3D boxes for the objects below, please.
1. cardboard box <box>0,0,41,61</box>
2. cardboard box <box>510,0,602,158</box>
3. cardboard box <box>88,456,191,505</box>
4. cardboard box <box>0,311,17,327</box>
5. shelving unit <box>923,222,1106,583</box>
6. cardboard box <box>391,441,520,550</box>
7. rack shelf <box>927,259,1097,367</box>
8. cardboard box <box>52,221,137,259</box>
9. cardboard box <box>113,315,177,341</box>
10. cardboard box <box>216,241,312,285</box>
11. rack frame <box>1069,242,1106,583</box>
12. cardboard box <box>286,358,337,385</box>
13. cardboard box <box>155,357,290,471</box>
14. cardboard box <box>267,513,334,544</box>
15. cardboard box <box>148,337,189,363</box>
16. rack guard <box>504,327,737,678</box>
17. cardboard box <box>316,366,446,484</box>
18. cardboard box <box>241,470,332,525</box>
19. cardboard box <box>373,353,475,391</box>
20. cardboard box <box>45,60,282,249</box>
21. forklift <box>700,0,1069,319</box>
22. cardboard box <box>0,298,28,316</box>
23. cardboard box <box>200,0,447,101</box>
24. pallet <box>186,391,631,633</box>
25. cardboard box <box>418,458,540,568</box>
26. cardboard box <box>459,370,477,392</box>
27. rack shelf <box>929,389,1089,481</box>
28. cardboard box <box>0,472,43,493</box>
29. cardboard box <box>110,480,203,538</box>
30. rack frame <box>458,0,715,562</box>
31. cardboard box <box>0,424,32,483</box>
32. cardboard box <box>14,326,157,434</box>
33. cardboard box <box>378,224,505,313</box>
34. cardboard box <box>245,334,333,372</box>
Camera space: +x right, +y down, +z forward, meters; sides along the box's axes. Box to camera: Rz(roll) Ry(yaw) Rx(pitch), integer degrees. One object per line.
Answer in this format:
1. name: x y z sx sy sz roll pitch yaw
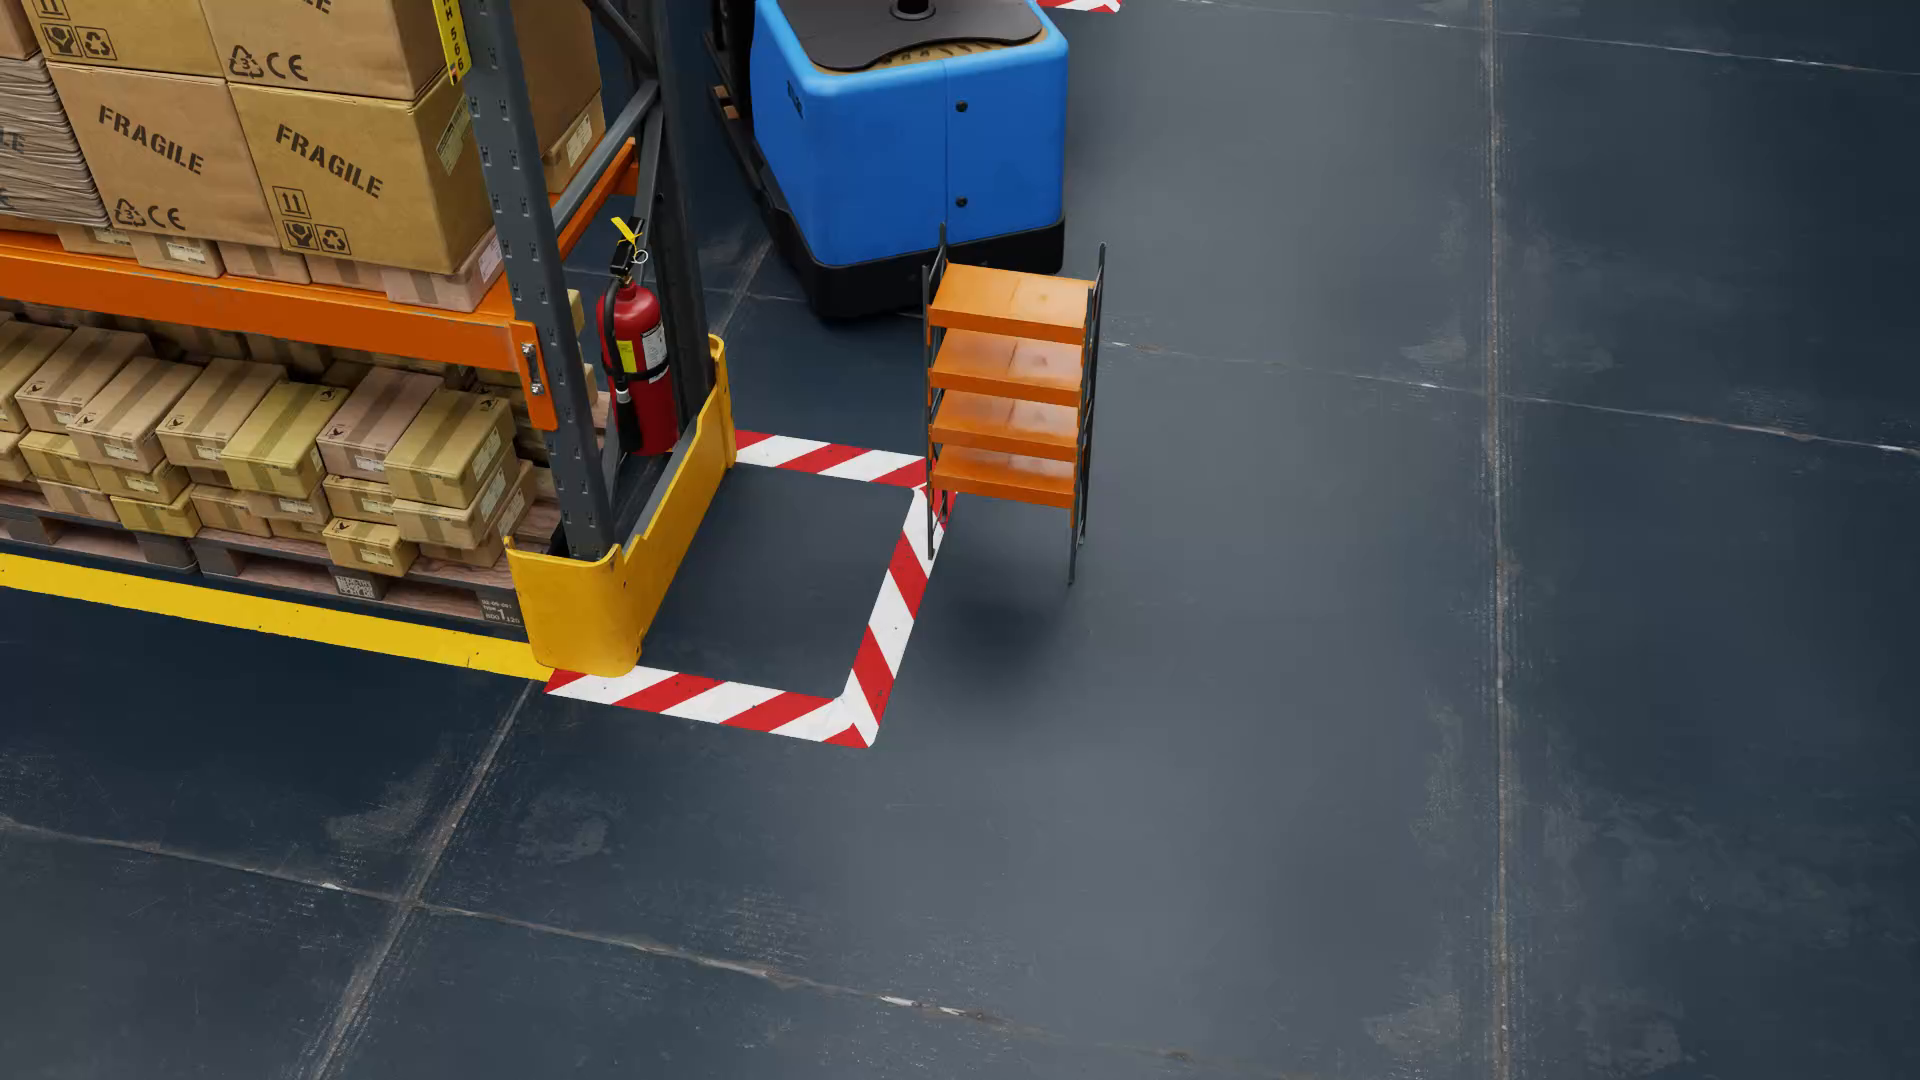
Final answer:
1. cardboard box: -2.527 -1.597 4.239 0.500 0.500 0.500 11 45 11
2. cardboard box: -1.400 -1.442 4.798 0.500 0.500 0.500 11 45 11
3. cardboard box: -2.615 -0.309 5.446 0.250 0.149 0.380 9 45 10
4. cardboard box: -3.347 -0.605 5.540 0.250 0.149 0.380 7 44 7
5. shelving unit: 0.162 -0.407 5.308 0.503 1.200 0.258 9 45 9
6. cardboard box: -1.599 -0.162 5.293 0.250 0.149 0.380 8 44 8
7. rack shelf: 0.162 -0.690 5.035 0.480 0.148 0.258 9 45 9
8. cardboard box: -2.389 -0.985 4.791 0.250 0.149 0.380 7 44 7
9. cardboard box: -2.748 -0.877 5.822 0.250 0.149 0.380 9 45 10
10. cardboard box: -1.884 -0.902 4.705 0.250 0.149 0.380 8 45 9
11. rack frame: 0.400 -0.370 5.269 0.015 1.200 0.240 9 45 9
12. cardboard box: -2.217 -0.697 5.850 0.250 0.149 0.380 10 45 10
13. cardboard box: -2.346 -0.403 5.329 0.250 0.149 0.380 7 44 7
14. cardboard box: -2.093 -0.175 5.522 0.250 0.149 0.380 9 45 9
15. cardboard box: -2.770 -0.686 5.838 0.250 0.149 0.380 11 45 11
16. rack guard: -1.096 -0.154 5.550 0.348 0.500 1.175 9 45 9
17. cardboard box: -1.827 -0.367 5.293 0.250 0.149 0.380 10 45 10
18. cardboard box: -2.107 -0.239 5.374 0.250 0.149 0.380 7 44 7
19. cardboard box: -1.755 -0.652 5.588 0.250 0.149 0.380 10 45 10
20. cardboard box: -2.018 -1.162 4.508 0.500 0.500 0.500 8 45 8
21. forklift: -0.539 -2.967 6.719 1.130 2.935 3.031 -13 46 -14
22. cardboard box: -3.233 -0.962 5.910 0.250 0.149 0.380 7 44 8
23. cardboard box: -1.523 -1.448 4.084 0.500 0.500 0.500 8 44 8
24. pallet: -1.881 -0.197 5.803 1.213 0.211 1.003 9 45 9
25. cardboard box: -1.581 -0.106 5.450 0.250 0.149 0.380 10 45 10
26. cardboard box: -1.732 -0.607 5.757 0.250 0.149 0.380 9 45 9
27. rack shelf: 0.162 -0.359 5.354 0.480 0.148 0.258 9 45 9
28. cardboard box: -3.092 -0.344 5.697 0.250 0.149 0.380 10 45 10
29. cardboard box: -2.600 -0.200 5.547 0.250 0.149 0.380 7 44 7
30. rack frame: -1.022 -1.043 4.671 0.127 3.000 1.000 9 45 9
31. cardboard box: -3.136 -0.383 5.523 0.250 0.149 0.380 9 45 9
32. cardboard box: -2.853 -0.521 5.452 0.250 0.149 0.380 7 44 8
33. cardboard box: -1.402 -0.811 4.611 0.250 0.149 0.380 9 45 9
34. cardboard box: -2.233 -0.758 5.698 0.250 0.149 0.380 7 44 7
